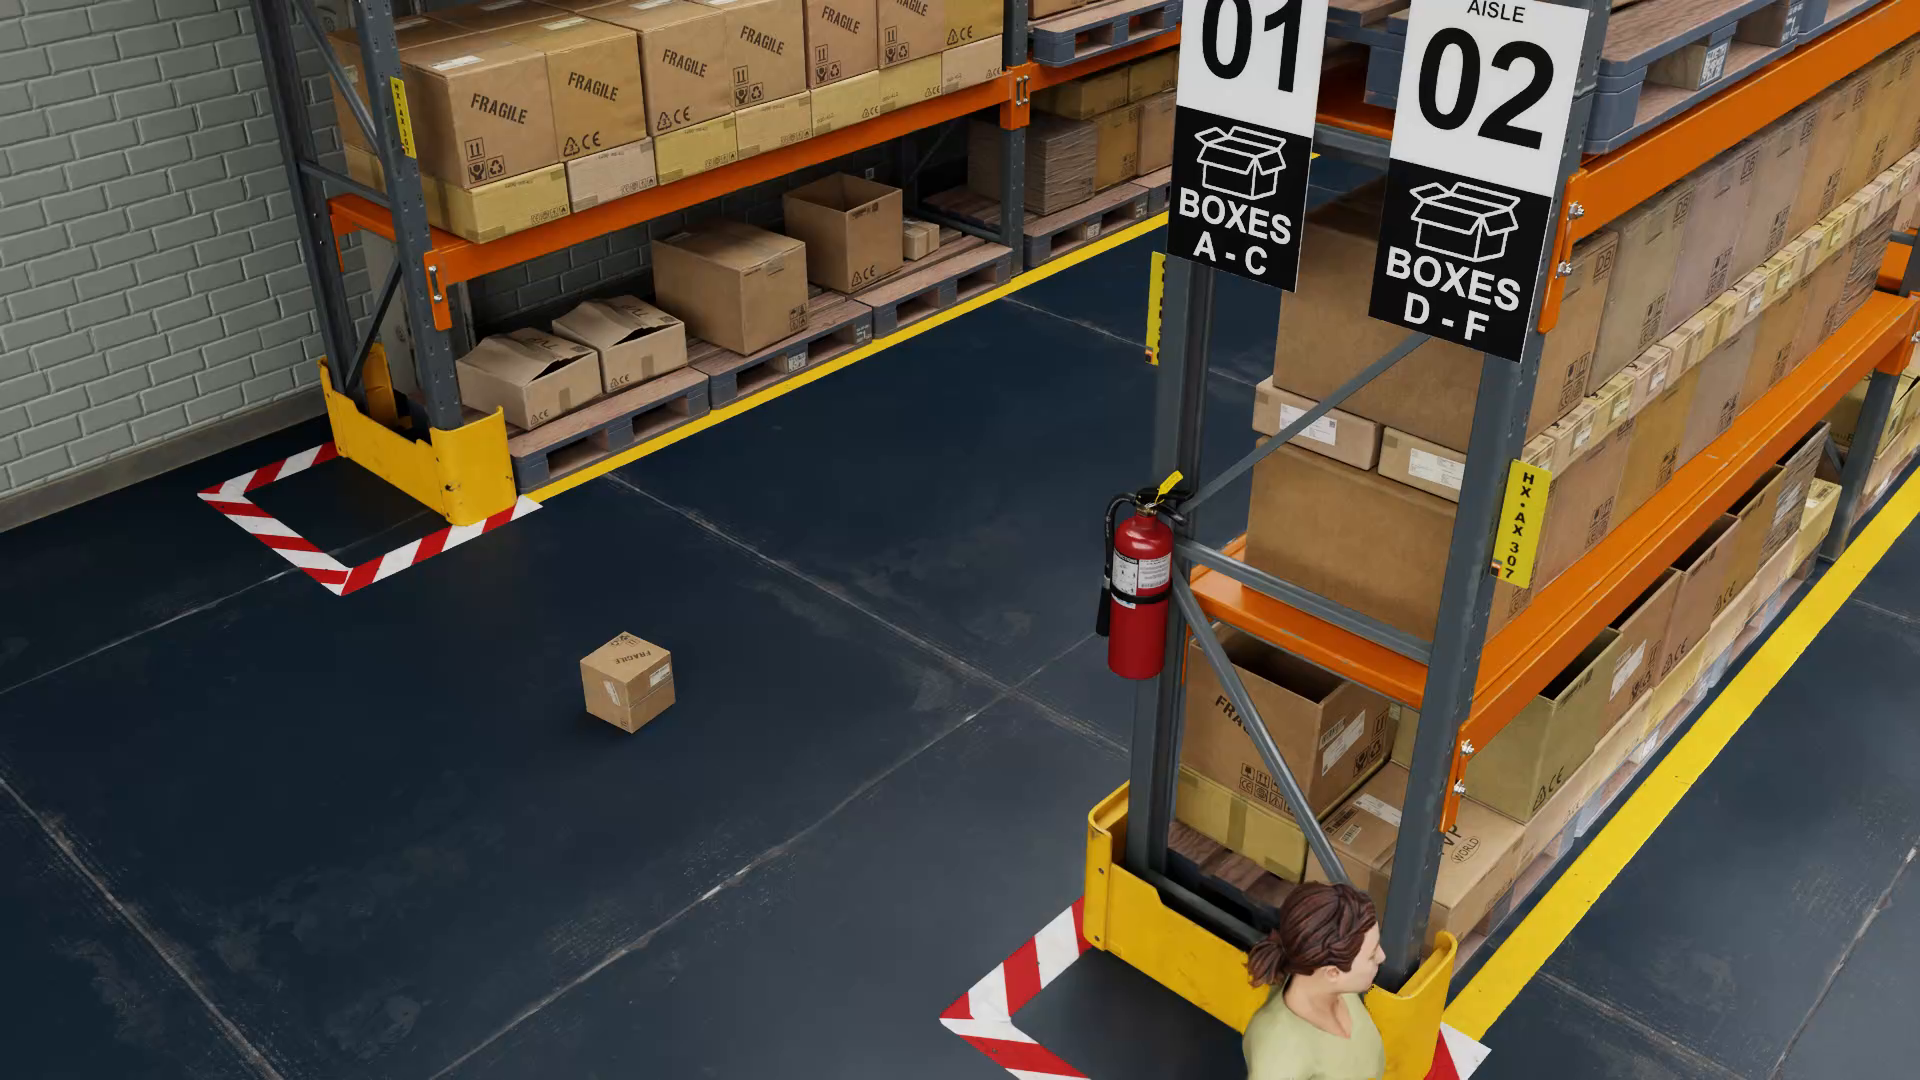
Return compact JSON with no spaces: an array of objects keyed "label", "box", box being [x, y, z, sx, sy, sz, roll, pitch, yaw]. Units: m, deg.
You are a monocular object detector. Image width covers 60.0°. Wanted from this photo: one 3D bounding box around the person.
[{"label":"person","box":[0.724,1.435,3.786,0.889,1.634,0.474,19,36,28]}]
